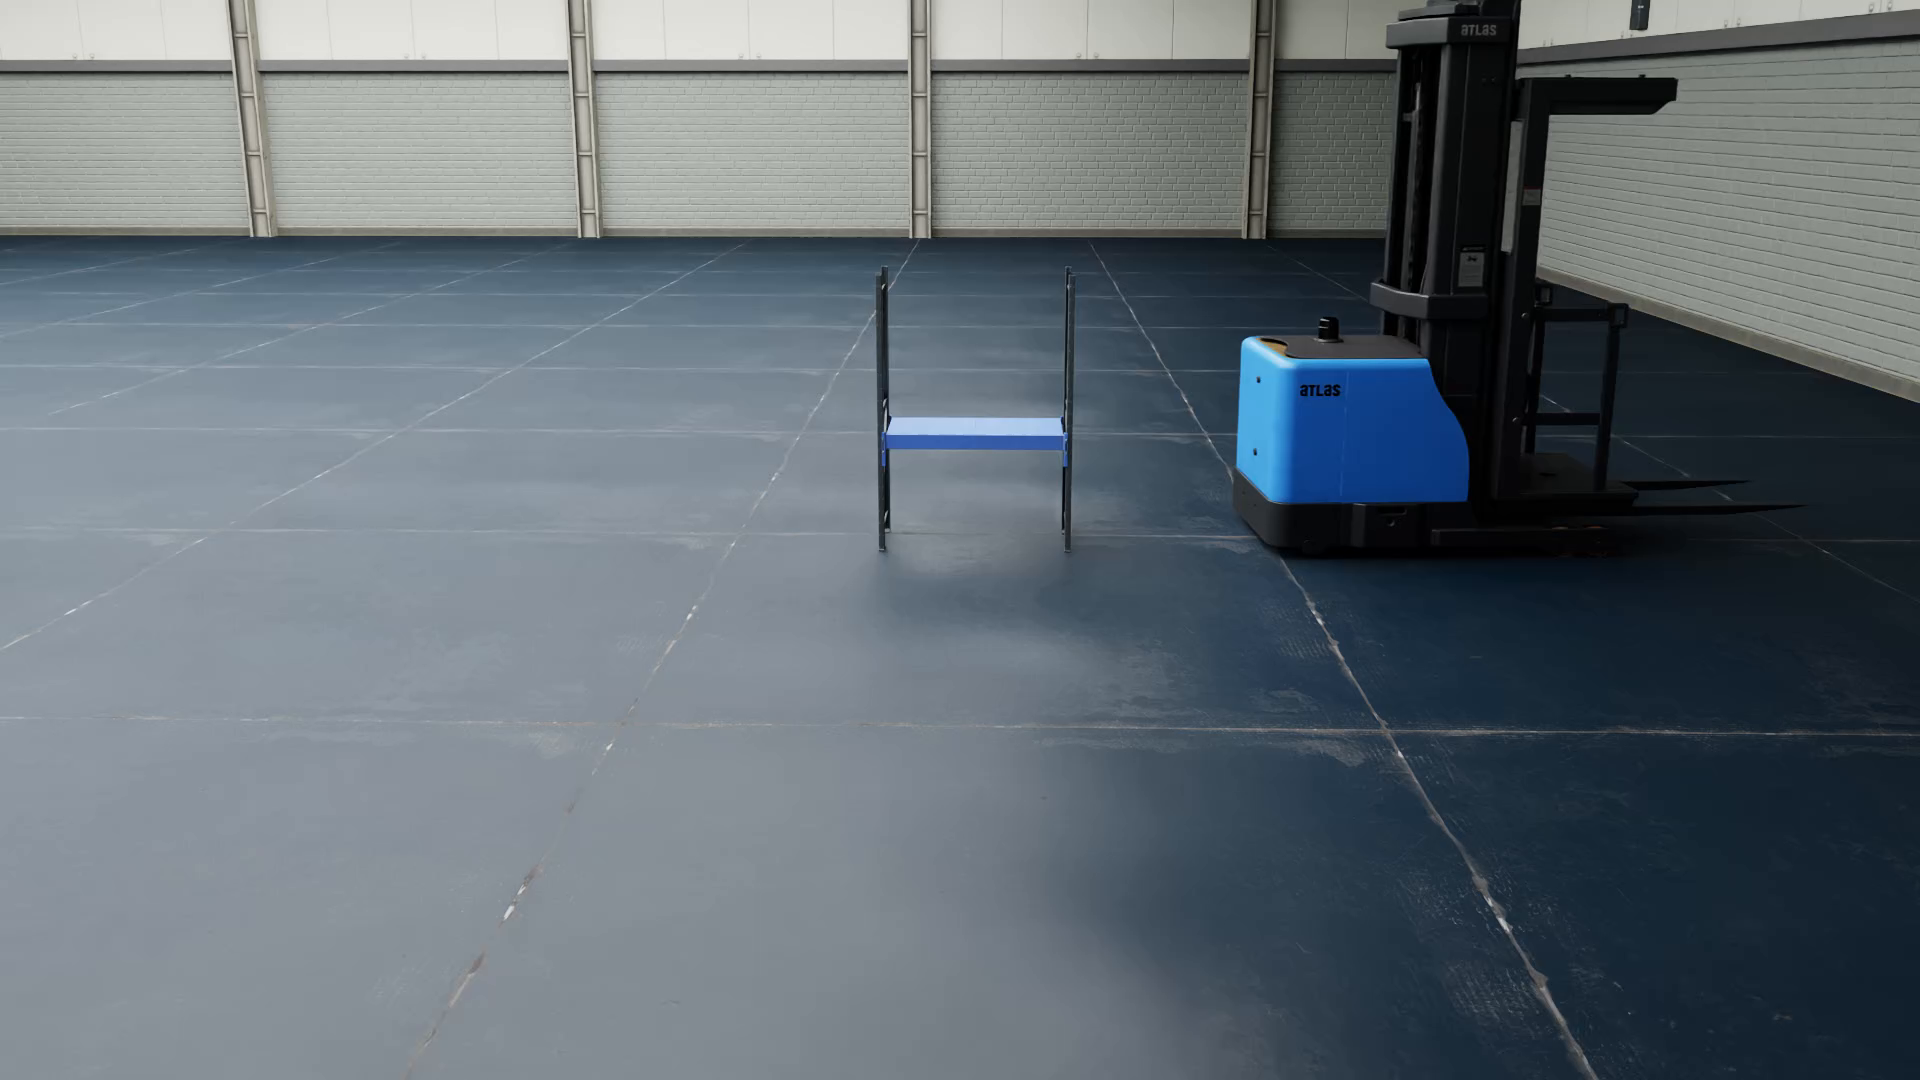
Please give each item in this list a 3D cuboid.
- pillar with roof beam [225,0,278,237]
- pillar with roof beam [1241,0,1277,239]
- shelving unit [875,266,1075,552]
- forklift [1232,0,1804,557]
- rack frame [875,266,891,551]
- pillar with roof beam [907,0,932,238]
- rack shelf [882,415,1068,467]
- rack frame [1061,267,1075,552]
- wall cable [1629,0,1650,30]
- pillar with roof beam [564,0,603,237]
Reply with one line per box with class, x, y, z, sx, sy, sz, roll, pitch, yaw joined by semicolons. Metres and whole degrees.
pillar with roof beam;-12.818;-8.807;25.080;0.400;9.000;9.100;0;15;1
pillar with roof beam;5.176;-8.689;24.635;0.400;9.000;9.100;0;15;1
shelving unit;0.085;-0.725;9.147;1.048;1.500;0.538;0;15;1
forklift;3.143;-1.459;9.125;3.031;2.935;1.130;-1;15;-3
rack frame;-0.423;-0.728;9.159;0.032;1.500;0.500;0;15;1
pillar with roof beam;-0.822;-8.728;24.783;0.400;9.000;9.100;0;15;1
rack shelf;0.085;-0.551;9.192;1.000;0.185;0.538;0;15;1
rack frame;0.593;-0.721;9.134;0.032;1.500;0.500;0;15;1
wall cable;7.939;-8.654;17.836;0.169;6.003;2.305;0;15;1
pillar with roof beam;-6.820;-8.768;24.932;0.400;9.000;9.100;0;15;1
